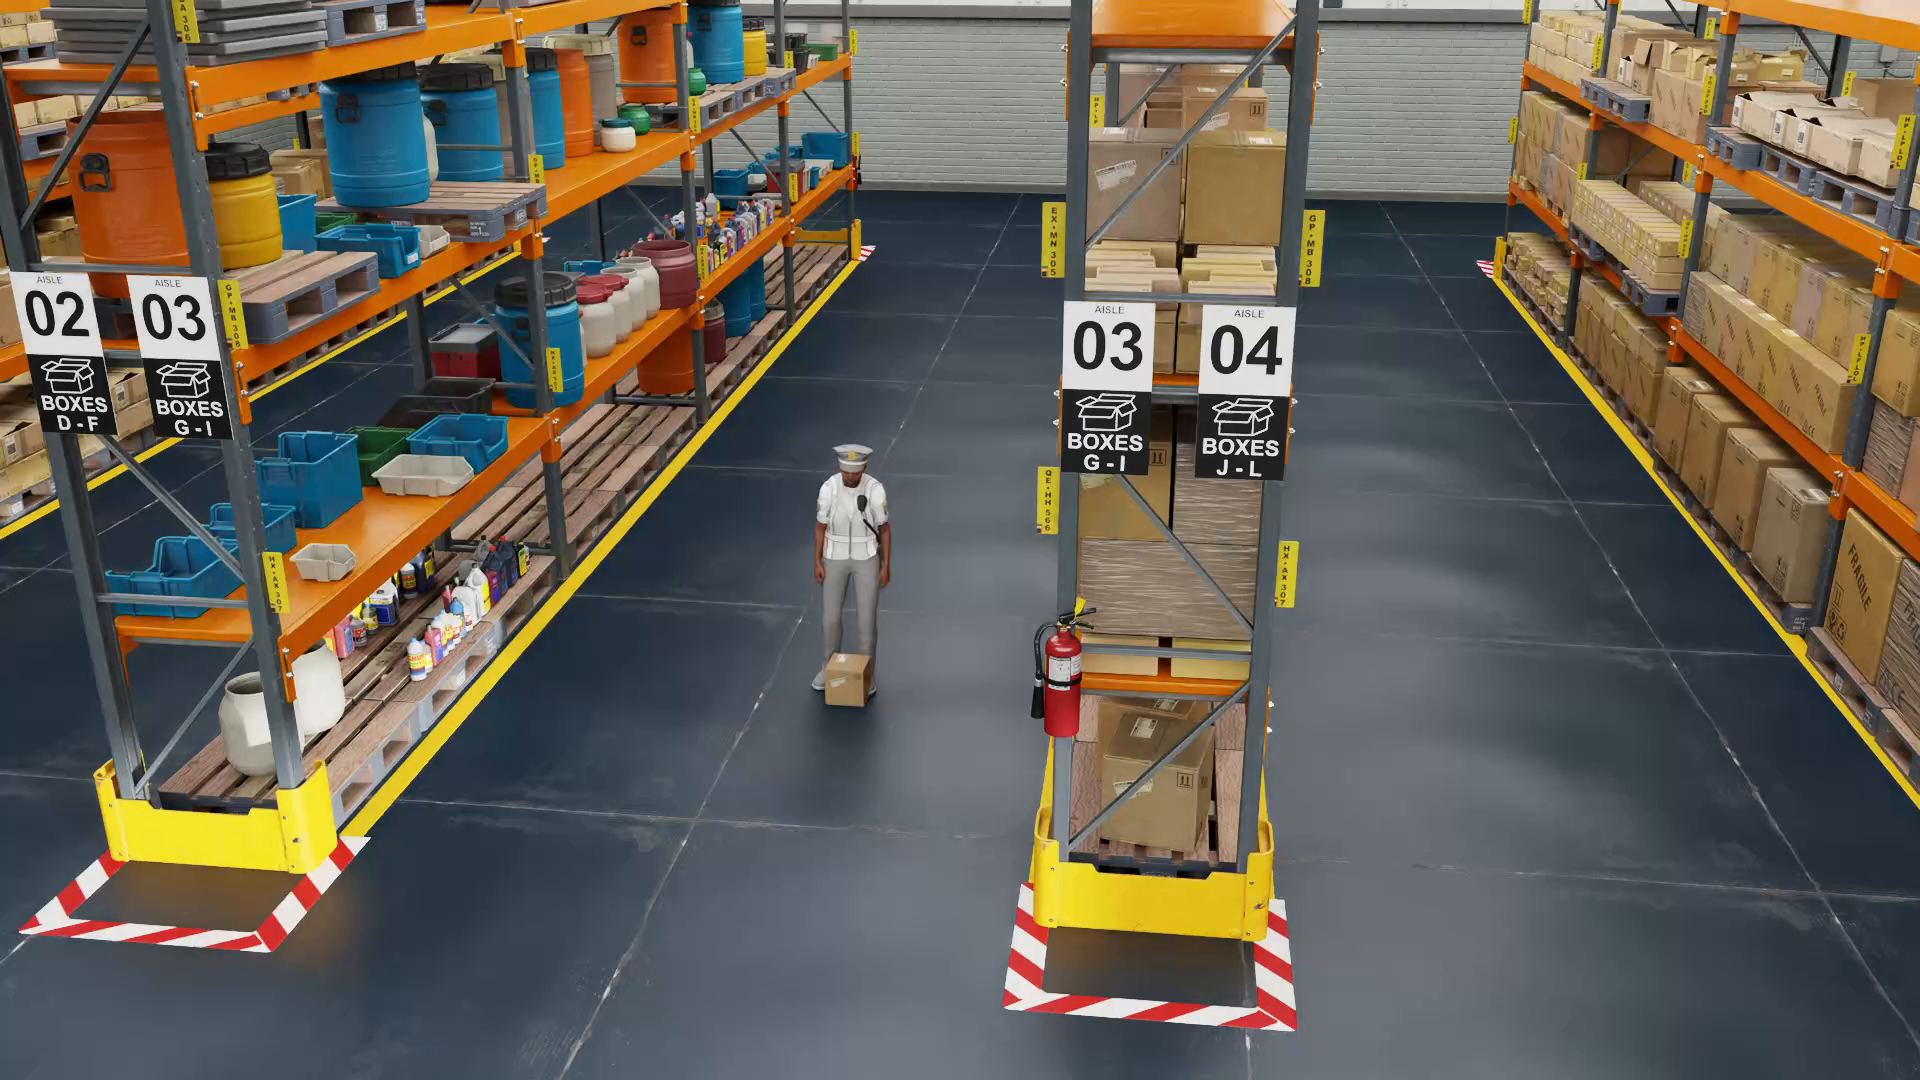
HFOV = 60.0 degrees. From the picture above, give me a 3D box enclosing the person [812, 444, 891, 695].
[{"bbox_3d":[-0.703,0.167,10.661,0.524,1.656,0.427,1,21,3],"label":"person"}]
